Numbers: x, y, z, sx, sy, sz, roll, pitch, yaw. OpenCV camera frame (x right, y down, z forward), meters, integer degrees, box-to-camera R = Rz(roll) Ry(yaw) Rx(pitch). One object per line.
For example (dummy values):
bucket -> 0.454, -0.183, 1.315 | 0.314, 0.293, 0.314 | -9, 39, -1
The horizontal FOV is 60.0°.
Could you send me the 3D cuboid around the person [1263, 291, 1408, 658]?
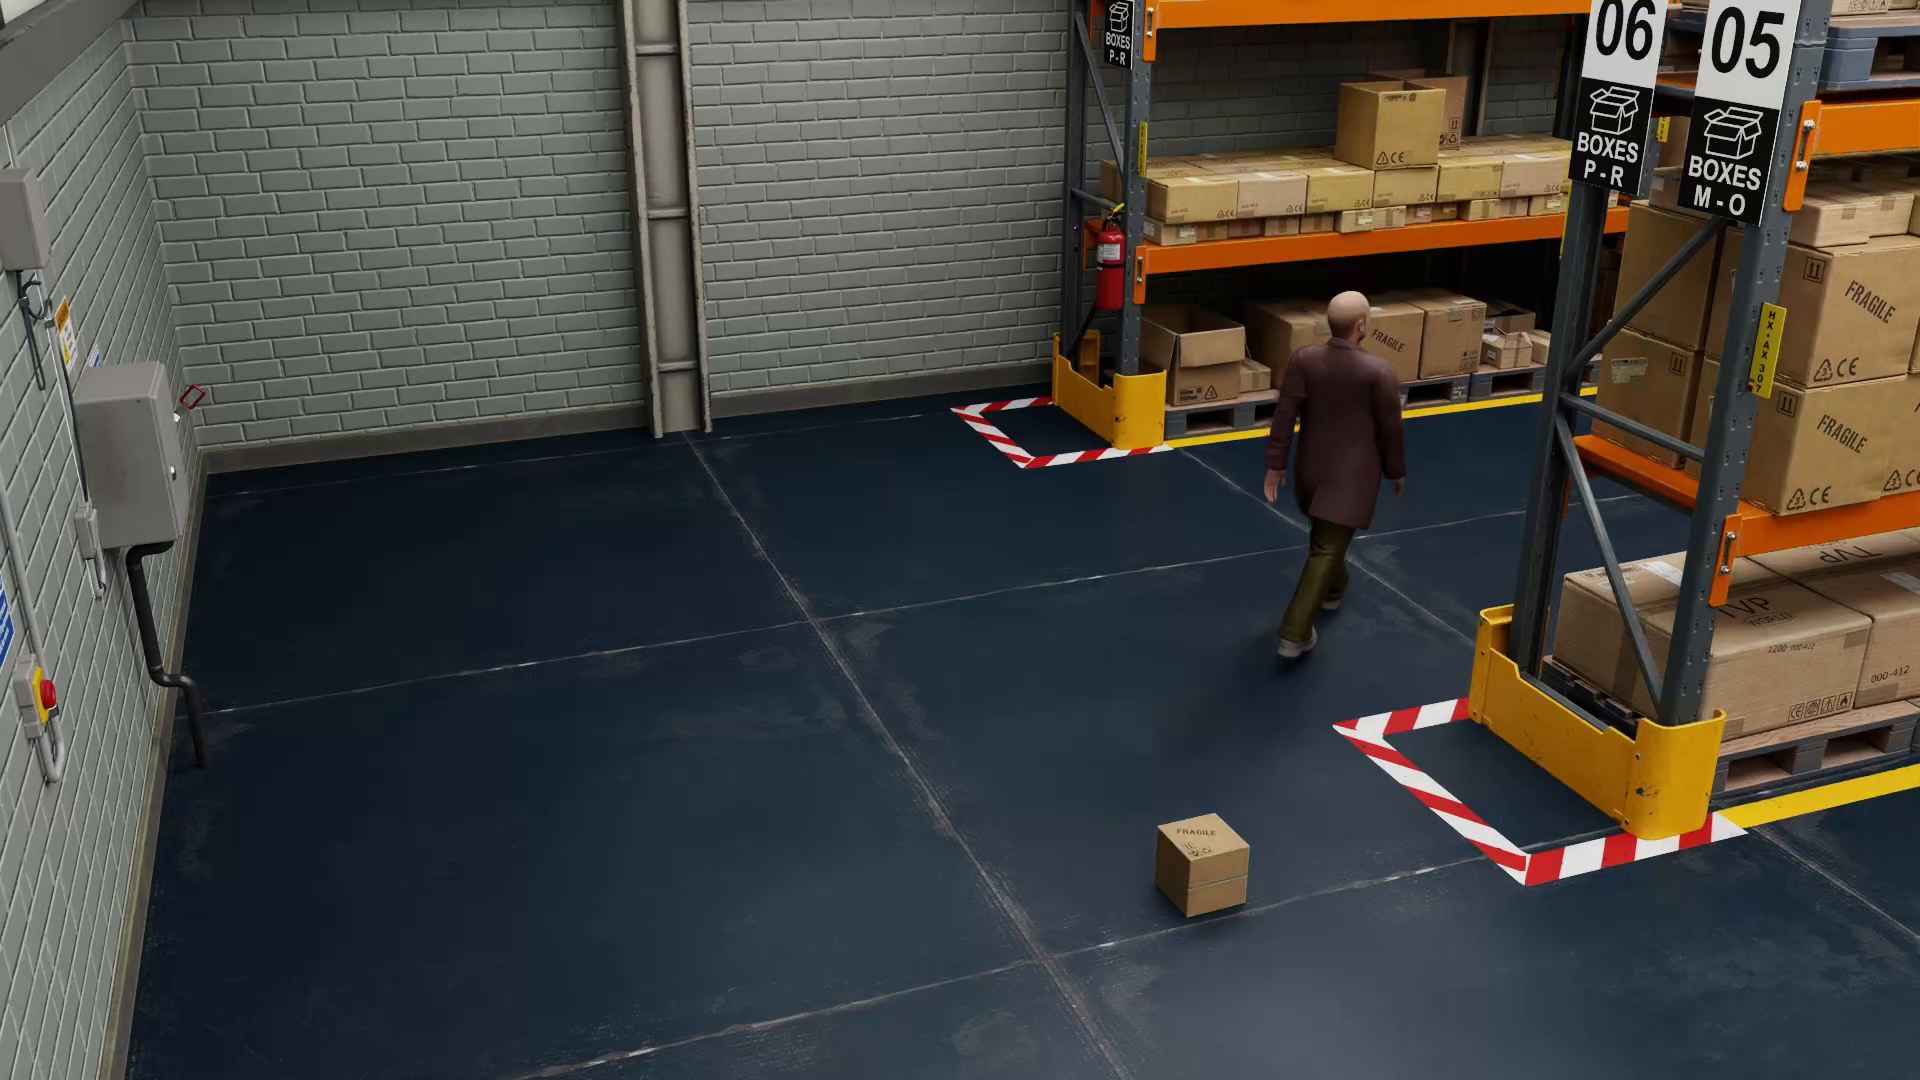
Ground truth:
person -> 1.832, -0.363, 7.966 | 0.631, 1.722, 1.081 | 17, 28, 35
